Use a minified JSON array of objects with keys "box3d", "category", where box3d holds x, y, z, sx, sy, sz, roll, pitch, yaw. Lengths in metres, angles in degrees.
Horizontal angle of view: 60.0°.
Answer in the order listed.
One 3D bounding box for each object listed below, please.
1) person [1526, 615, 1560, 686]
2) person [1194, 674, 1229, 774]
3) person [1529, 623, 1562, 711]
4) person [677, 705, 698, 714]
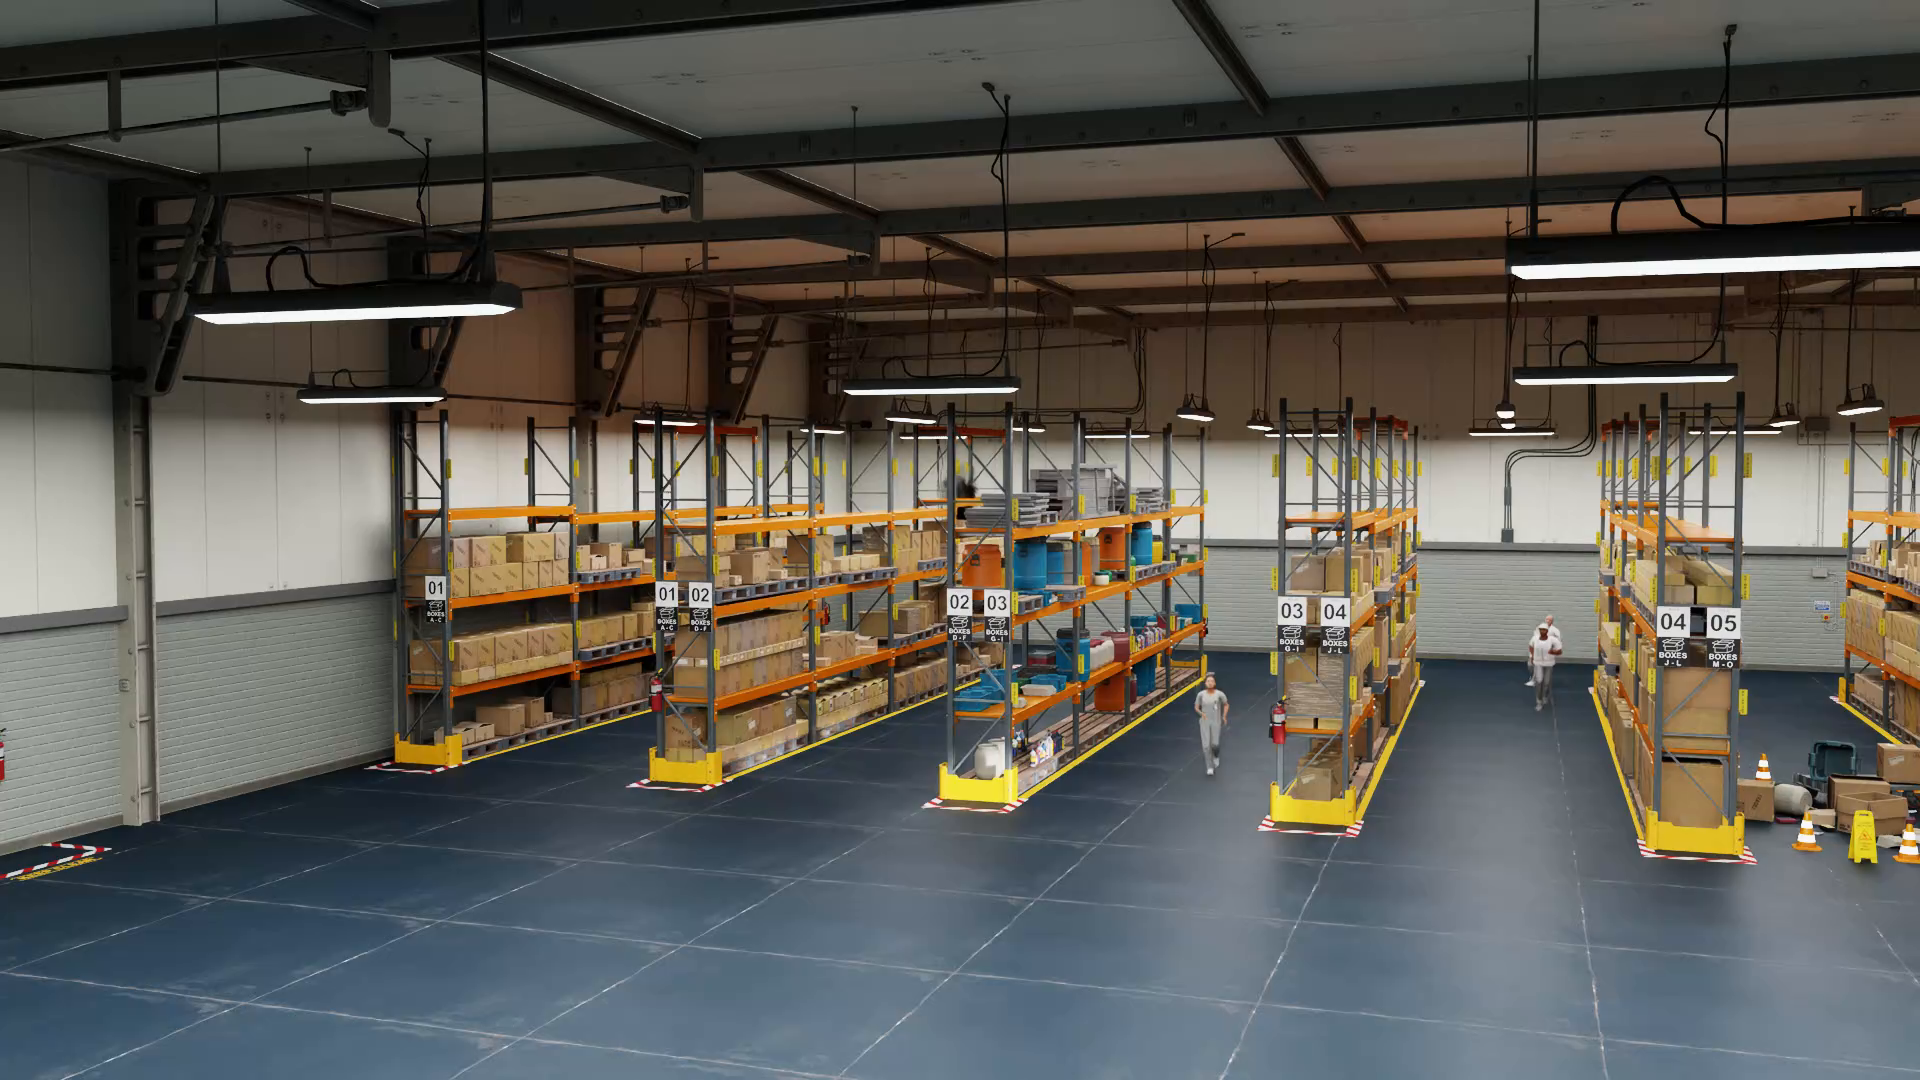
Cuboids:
[{"box3d":[13.304,2.584,37.997,0.870,1.571,0.687,2,3,44],"category":"person"},{"box3d":[4.112,3.024,27.232,0.558,1.622,0.555,1,3,12],"category":"person"},{"box3d":[12.209,2.635,34.682,0.670,1.816,0.852,1,3,23],"category":"person"},{"box3d":[-4.869,2.866,29.878,0.580,1.738,0.850,1,3,14],"category":"person"}]
